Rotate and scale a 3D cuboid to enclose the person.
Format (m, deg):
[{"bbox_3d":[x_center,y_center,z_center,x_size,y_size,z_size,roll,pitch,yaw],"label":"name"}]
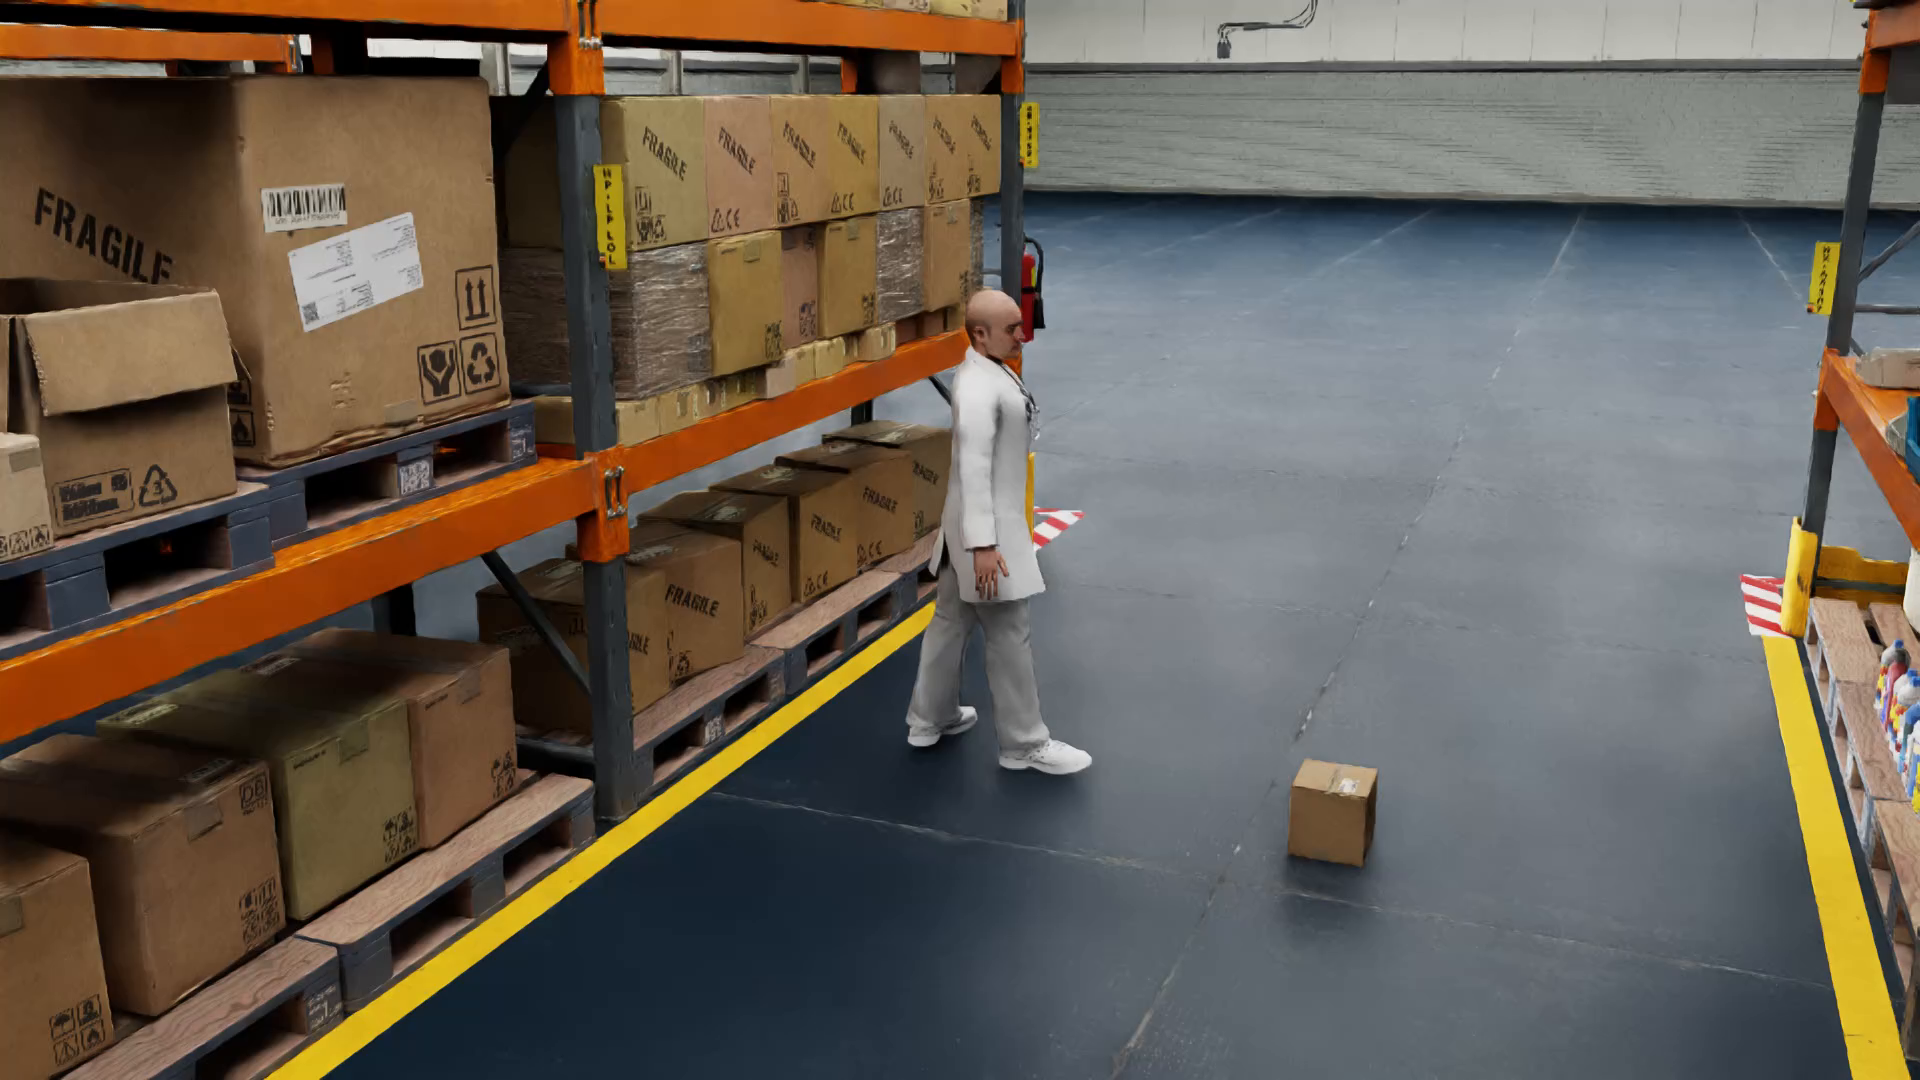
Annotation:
[{"bbox_3d":[0.136,0.065,6.140,0.688,1.578,0.716,-1,15,-2],"label":"person"}]
